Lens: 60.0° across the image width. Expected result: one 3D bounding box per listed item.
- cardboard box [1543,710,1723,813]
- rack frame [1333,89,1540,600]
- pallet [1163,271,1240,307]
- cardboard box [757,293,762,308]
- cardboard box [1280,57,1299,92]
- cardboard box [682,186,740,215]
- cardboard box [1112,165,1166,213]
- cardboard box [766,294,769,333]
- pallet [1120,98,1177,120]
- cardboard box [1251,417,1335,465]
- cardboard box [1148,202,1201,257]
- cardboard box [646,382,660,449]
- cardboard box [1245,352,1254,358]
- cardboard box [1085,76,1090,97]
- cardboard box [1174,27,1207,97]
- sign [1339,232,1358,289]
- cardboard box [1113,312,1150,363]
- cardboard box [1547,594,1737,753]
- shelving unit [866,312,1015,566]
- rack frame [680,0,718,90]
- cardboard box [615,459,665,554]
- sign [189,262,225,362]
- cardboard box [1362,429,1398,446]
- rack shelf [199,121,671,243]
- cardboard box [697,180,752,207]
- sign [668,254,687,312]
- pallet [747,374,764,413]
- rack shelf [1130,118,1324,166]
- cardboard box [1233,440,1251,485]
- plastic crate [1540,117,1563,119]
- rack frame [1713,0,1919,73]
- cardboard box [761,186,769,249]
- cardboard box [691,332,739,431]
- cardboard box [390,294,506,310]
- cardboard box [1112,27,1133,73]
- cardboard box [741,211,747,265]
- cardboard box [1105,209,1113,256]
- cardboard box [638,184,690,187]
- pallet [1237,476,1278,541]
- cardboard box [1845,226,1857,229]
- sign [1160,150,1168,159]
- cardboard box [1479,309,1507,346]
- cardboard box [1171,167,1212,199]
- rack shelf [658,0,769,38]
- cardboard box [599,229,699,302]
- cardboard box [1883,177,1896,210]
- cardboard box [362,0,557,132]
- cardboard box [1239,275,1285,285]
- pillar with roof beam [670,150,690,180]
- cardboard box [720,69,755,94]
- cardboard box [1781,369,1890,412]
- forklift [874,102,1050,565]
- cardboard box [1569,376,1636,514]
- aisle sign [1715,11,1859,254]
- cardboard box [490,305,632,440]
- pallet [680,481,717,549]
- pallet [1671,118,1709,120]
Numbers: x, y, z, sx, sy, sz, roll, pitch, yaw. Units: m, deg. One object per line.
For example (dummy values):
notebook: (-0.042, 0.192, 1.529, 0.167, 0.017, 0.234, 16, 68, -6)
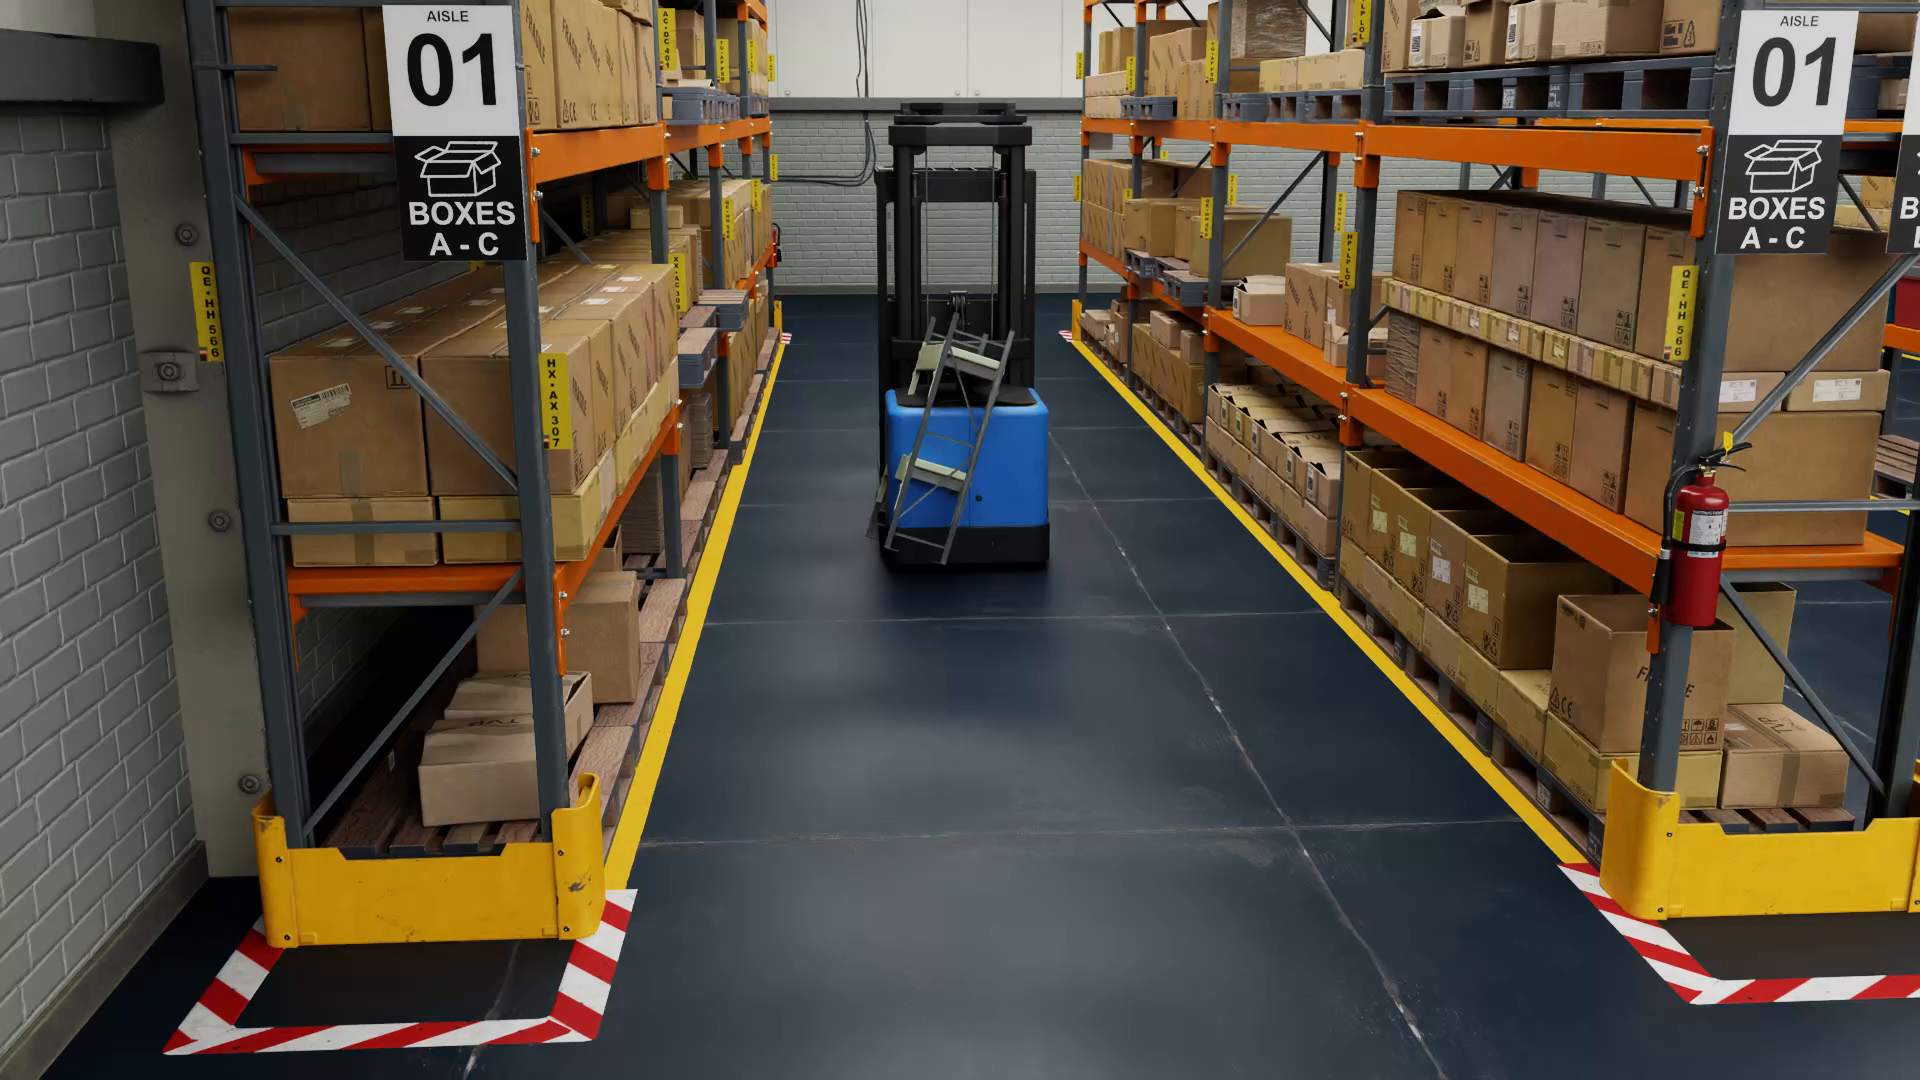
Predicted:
cardboard box: (2.714, 0.885, 6.742, 0.500, 0.250, 0.500, -1, 14, -3)
rack frame: (2.795, -1.109, 9.818, 1.000, 3.000, 0.127, -1, 14, -3)
pallet: (2.435, -2.179, 14.359, 1.213, 0.211, 1.003, -1, 14, -3)
cardboard box: (-2.460, -2.734, 19.004, 0.380, 0.149, 0.250, -1, 14, -5)
cardboard box: (2.682, -3.445, 12.336, 0.500, 0.250, 0.500, 0, 14, -2)
cardboard box: (-2.275, -3.094, 15.188, 0.500, 0.250, 0.500, -1, 14, -5)
cardboard box: (1.975, -3.881, 18.382, 0.500, 0.500, 0.500, -1, 14, -5)
cardboard box: (-2.749, -2.837, 20.705, 0.700, 0.500, 0.500, -1, 14, -3)
pallet: (2.270, -4.297, 16.566, 1.213, 0.211, 1.003, -1, 14, -3)
cardboard box: (2.389, -0.727, 11.884, 0.500, 0.311, 0.500, -1, 14, -4)
cardboard box: (2.211, -3.059, 16.354, 0.700, 0.500, 0.500, 1, 14, 5)
cardboard box: (-1.748, -0.607, 8.126, 0.500, 0.250, 0.500, -1, 14, -4)
cardboard box: (2.740, -1.479, 15.389, 0.500, 0.500, 0.500, -1, 14, -4)
cardboard box: (1.823, -5.584, 20.487, 0.500, 0.250, 0.500, -1, 14, -3)
cardboard box: (2.342, -4.394, 15.319, 0.600, 0.600, 0.600, -1, 15, -6)
sign: (2.254, -1.621, 9.642, 0.100, 0.325, 0.005, -1, 14, -3)
cardboard box: (1.981, -2.239, 18.341, 0.500, 0.500, 0.500, -1, 14, -3)
cardboard box: (2.712, 0.522, 6.649, 0.500, 0.500, 0.500, -1, 14, -3)
shelving unit: (-0.140, -0.651, 10.564, 0.431, 1.500, 0.755, 16, 2, -13)
rack frame: (-2.397, -4.932, 12.636, 1.000, 3.000, 0.127, -1, 14, -3)
cardboard box: (-2.211, -0.217, 10.484, 0.700, 0.500, 0.500, 0, 14, -2)
sign: (-2.457, -0.747, 5.453, 0.100, 0.325, 0.005, -1, 14, -3)
cardboard box: (2.959, -0.613, 11.437, 0.500, 0.311, 0.500, -1, 14, -5)
rack shelf: (-2.025, -1.639, 7.300, 1.077, 0.370, 4.000, -1, 14, -3)
cardboard box: (-2.361, -3.475, 16.668, 0.500, 0.250, 0.500, -1, 14, -2)
sign: (-1.608, -1.461, 9.449, 0.100, 0.325, 0.005, -1, 14, -3)
pallet: (-2.522, -1.480, 16.856, 1.003, 0.211, 1.213, -1, 14, -3)
rack shelf: (2.423, -3.706, 15.333, 1.077, 0.370, 4.000, -1, 14, -3)
cardboard box: (2.357, -0.587, 12.463, 0.500, 0.250, 0.500, -1, 14, -5)
plastic crate: (6.825, -5.009, 19.191, 0.437, 0.282, 0.530, -1, 14, -3)
rack frame: (3.043, -3.020, 5.204, 1.000, 3.000, 0.127, -1, 14, -3)
cardboard box: (-2.795, -3.854, 19.884, 0.980, 0.700, 0.700, -1, 14, -4)
cardboard box: (-2.312, -1.374, 14.318, 0.750, 0.750, 0.750, -1, 14, -4)
cardboard box: (-2.232, -0.830, 7.490, 0.500, 0.500, 0.500, -1, 14, -3)
cardboard box: (2.122, -5.577, 18.956, 0.700, 0.500, 0.500, -1, 14, -3)
cardboard box: (-2.300, -2.861, 15.788, 0.500, 0.500, 0.500, -1, 14, -3)
cardboard box: (1.945, -3.524, 19.001, 0.500, 0.500, 0.500, -1, 14, -2)
cardboard box: (-2.801, -3.214, 15.655, 0.500, 0.250, 0.500, -1, 14, -5)
pallet: (2.632, -0.246, 12.057, 1.003, 0.211, 1.213, -1, 14, -3)
cardboard box: (11.649, -3.967, 21.428, 0.380, 0.149, 0.250, -1, 14, -4)
sign: (2.606, -4.811, 21.247, 0.100, 0.325, 0.005, -1, 14, -3)
cardboard box: (2.718, -1.017, 7.956, 0.380, 0.149, 0.250, -1, 14, -4)
cardboard box: (2.551, -3.753, 17.886, 0.500, 0.500, 0.500, -1, 14, -2)
rack shelf: (-2.769, -5.882, 18.575, 1.077, 0.370, 4.000, -1, 14, -3)
cardboard box: (-2.296, -2.033, 12.324, 0.700, 0.500, 0.500, -2, 15, -9)
cardboard box: (11.768, -4.304, 20.432, 0.500, 0.500, 0.500, -1, 14, -5)
cardboard box: (-1.672, -1.635, 5.600, 0.500, 0.500, 0.500, -1, 14, -2)
cardboard box: (2.526, -1.970, 13.341, 0.500, 0.311, 0.500, 0, 14, 0)
pillar with roof beam: (0.374, -7.646, 23.185, 9.100, 9.000, 0.400, -1, 14, -3)
cardboard box: (-2.424, -4.829, 17.514, 0.500, 0.250, 0.500, -1, 14, -4)
cardboard box: (3.233, -0.578, 6.250, 0.380, 0.149, 0.250, -1, 14, -4)
forklift: (-0.044, -1.576, 11.770, 1.130, 2.935, 3.031, -1, 14, -4)
cardboard box: (2.989, -0.410, 6.898, 0.700, 0.500, 0.500, -1, 14, -2)
aisle sign: (2.754, -1.353, 5.546, 0.394, 0.787, 0.004, -1, 14, -3)
cardboard box: (-1.677, -0.712, 7.031, 0.500, 0.500, 0.500, -1, 14, -5)
pallet: (-2.277, -0.179, 11.799, 1.003, 0.211, 1.213, -1, 14, -3)
pallet: (7.463, -4.060, 15.646, 1.003, 0.211, 1.213, -1, 14, -3)
